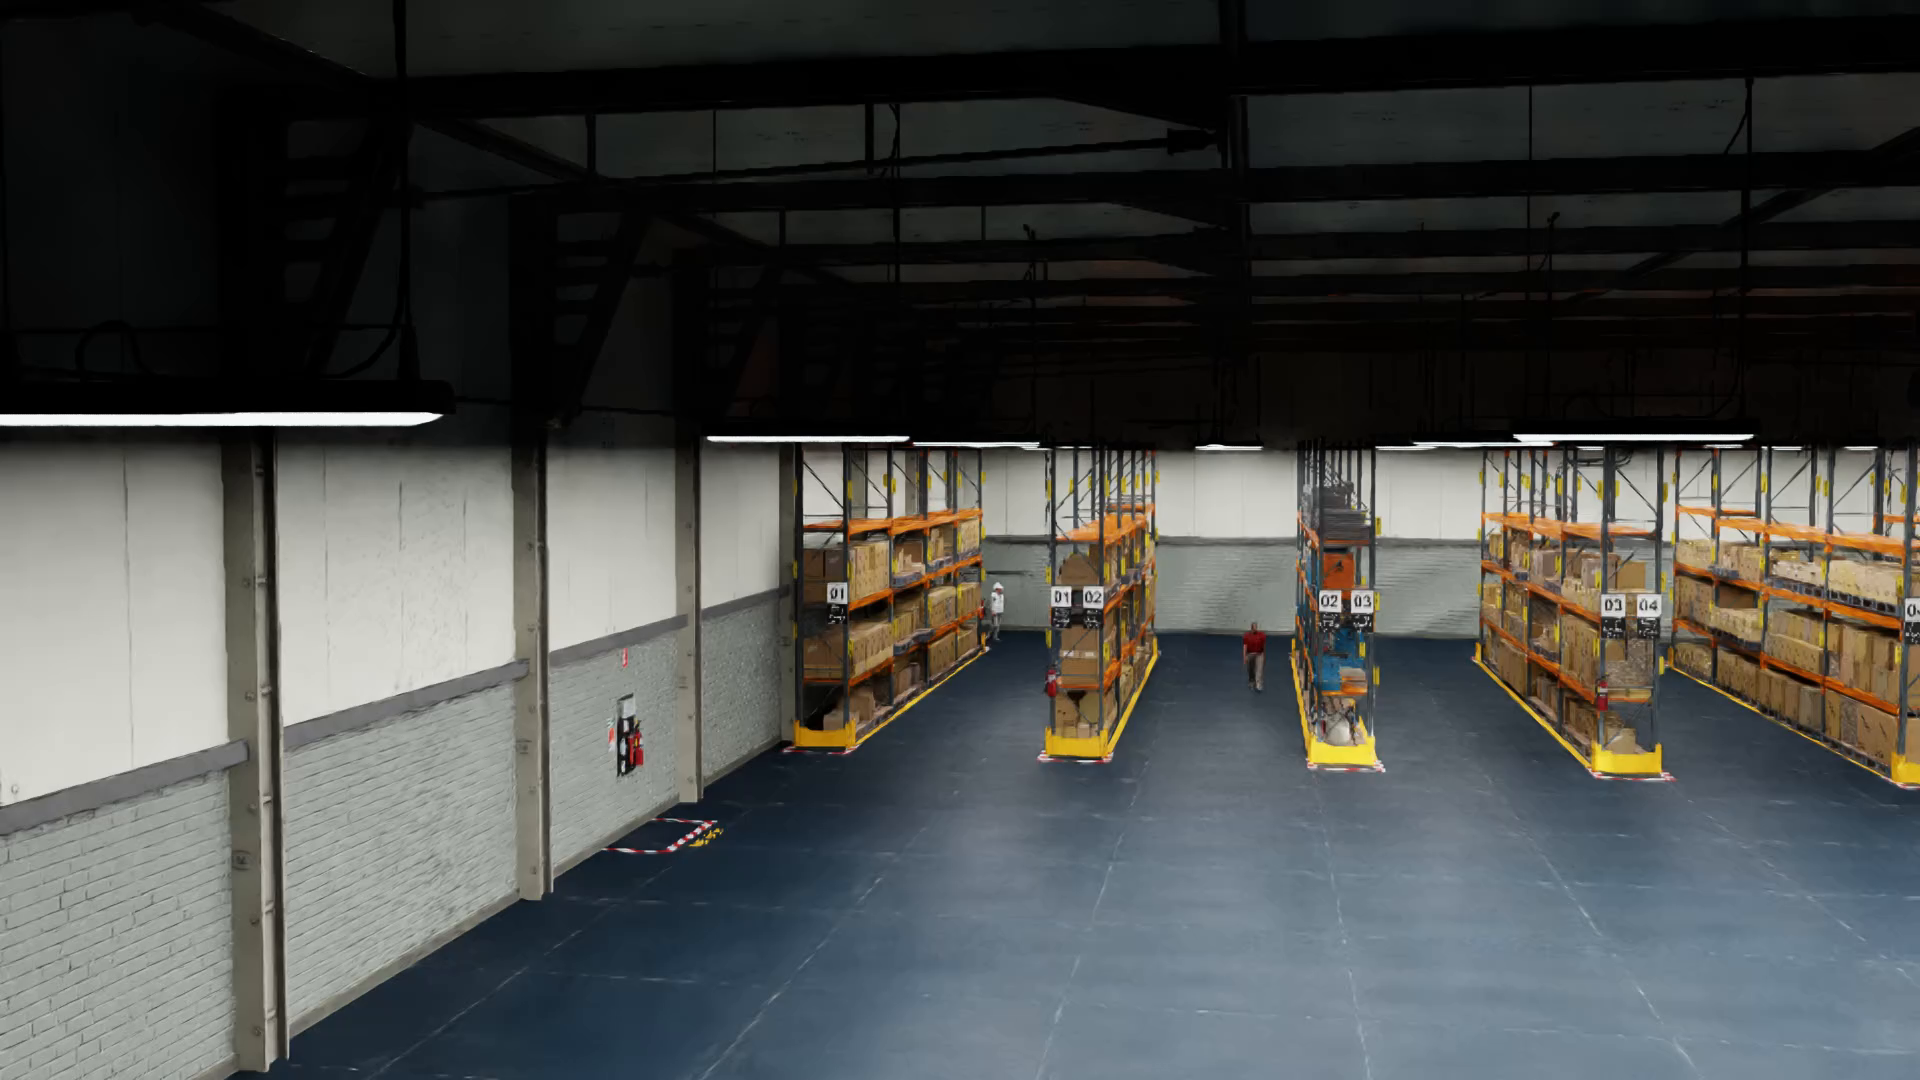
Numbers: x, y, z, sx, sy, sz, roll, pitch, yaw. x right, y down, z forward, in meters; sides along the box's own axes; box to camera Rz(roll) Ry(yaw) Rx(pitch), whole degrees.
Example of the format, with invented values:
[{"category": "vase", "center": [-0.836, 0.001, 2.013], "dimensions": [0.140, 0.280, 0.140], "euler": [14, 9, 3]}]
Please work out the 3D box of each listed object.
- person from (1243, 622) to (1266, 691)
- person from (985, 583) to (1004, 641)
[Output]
[{"category": "person", "center": [7.054, 2.772, 39.899], "dimensions": [0.542, 1.645, 1.126], "euler": [1, 3, 12]}, {"category": "person", "center": [1.043, 2.174, 50.229], "dimensions": [0.470, 1.763, 0.695], "euler": [3, 4, 42]}]
